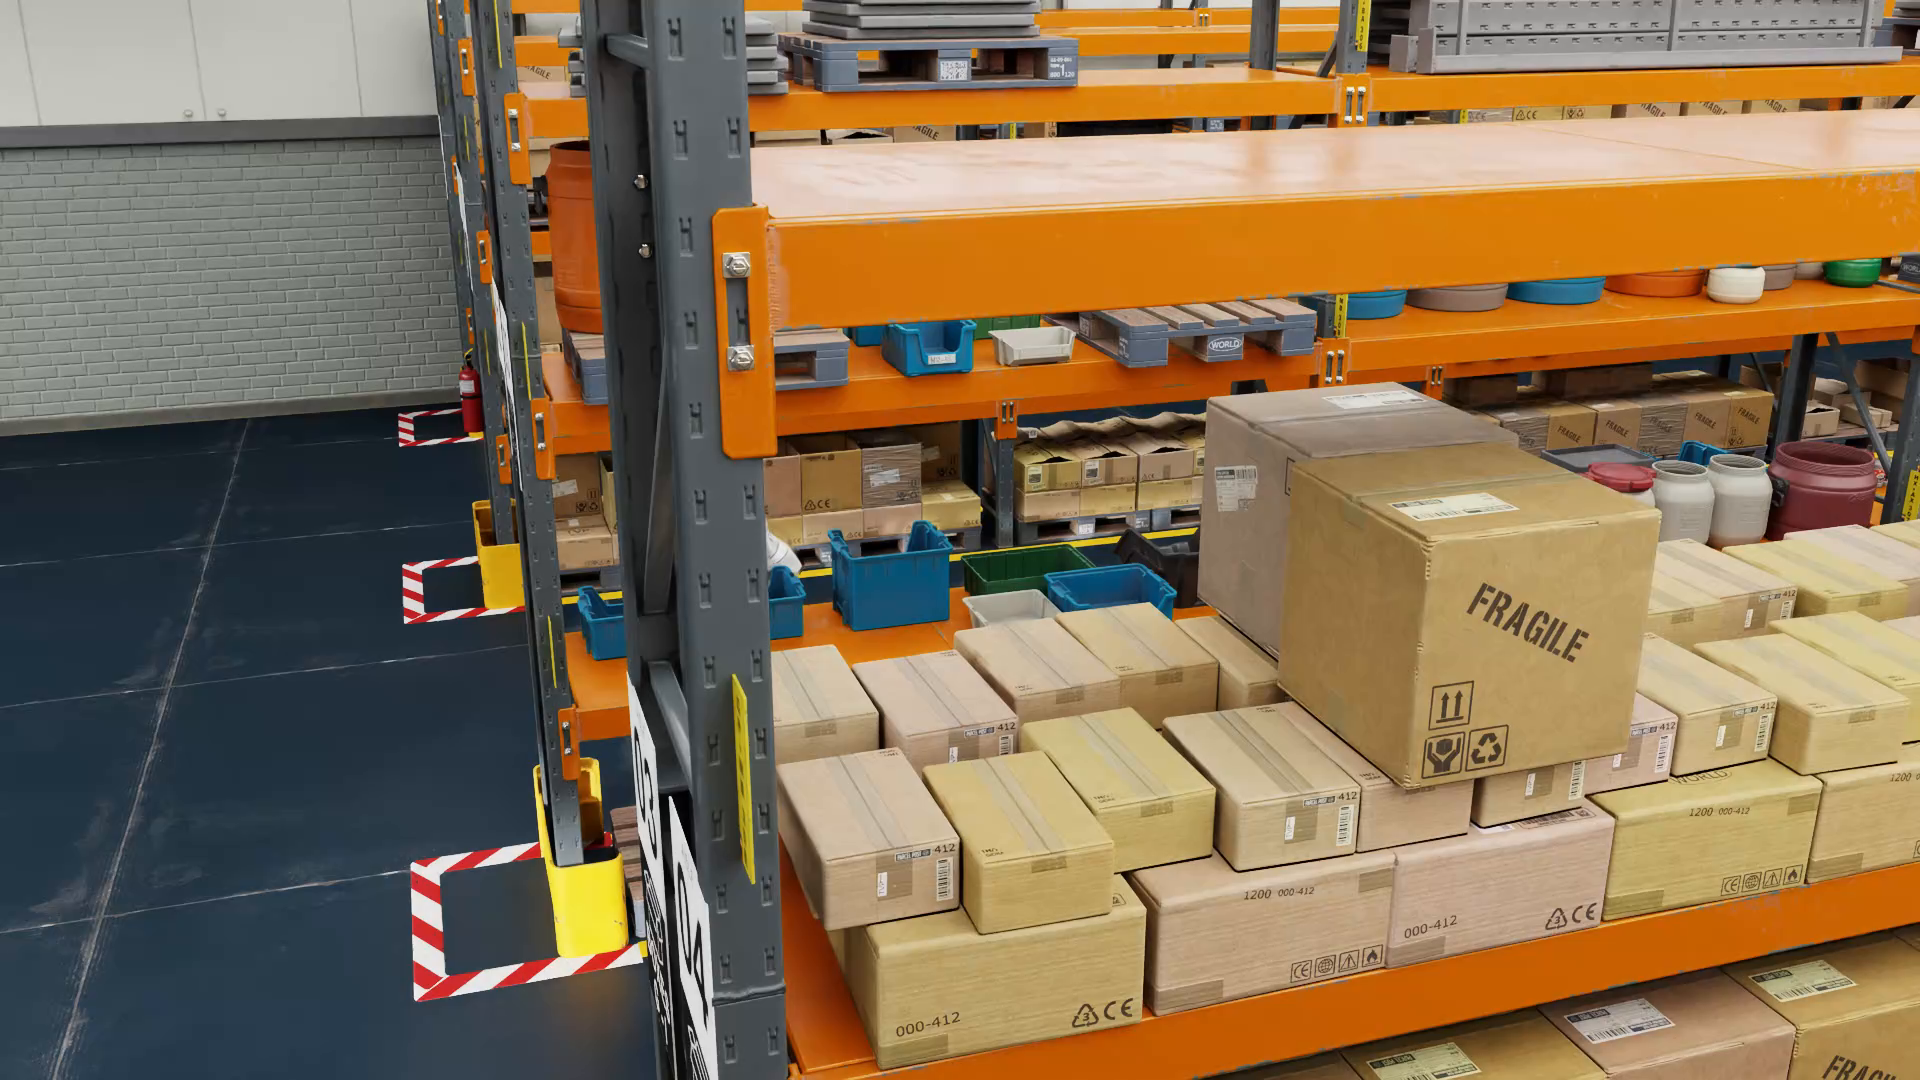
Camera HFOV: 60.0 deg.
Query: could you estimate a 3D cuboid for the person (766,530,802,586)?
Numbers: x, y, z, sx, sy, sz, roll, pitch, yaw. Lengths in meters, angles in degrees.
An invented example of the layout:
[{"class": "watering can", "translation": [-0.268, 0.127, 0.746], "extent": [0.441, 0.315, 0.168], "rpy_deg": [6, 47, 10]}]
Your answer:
[{"class": "person", "translation": [-1.489, 0.292, 11.435], "extent": [0.806, 1.207, 0.535], "rpy_deg": [-7, 20, -18]}]
